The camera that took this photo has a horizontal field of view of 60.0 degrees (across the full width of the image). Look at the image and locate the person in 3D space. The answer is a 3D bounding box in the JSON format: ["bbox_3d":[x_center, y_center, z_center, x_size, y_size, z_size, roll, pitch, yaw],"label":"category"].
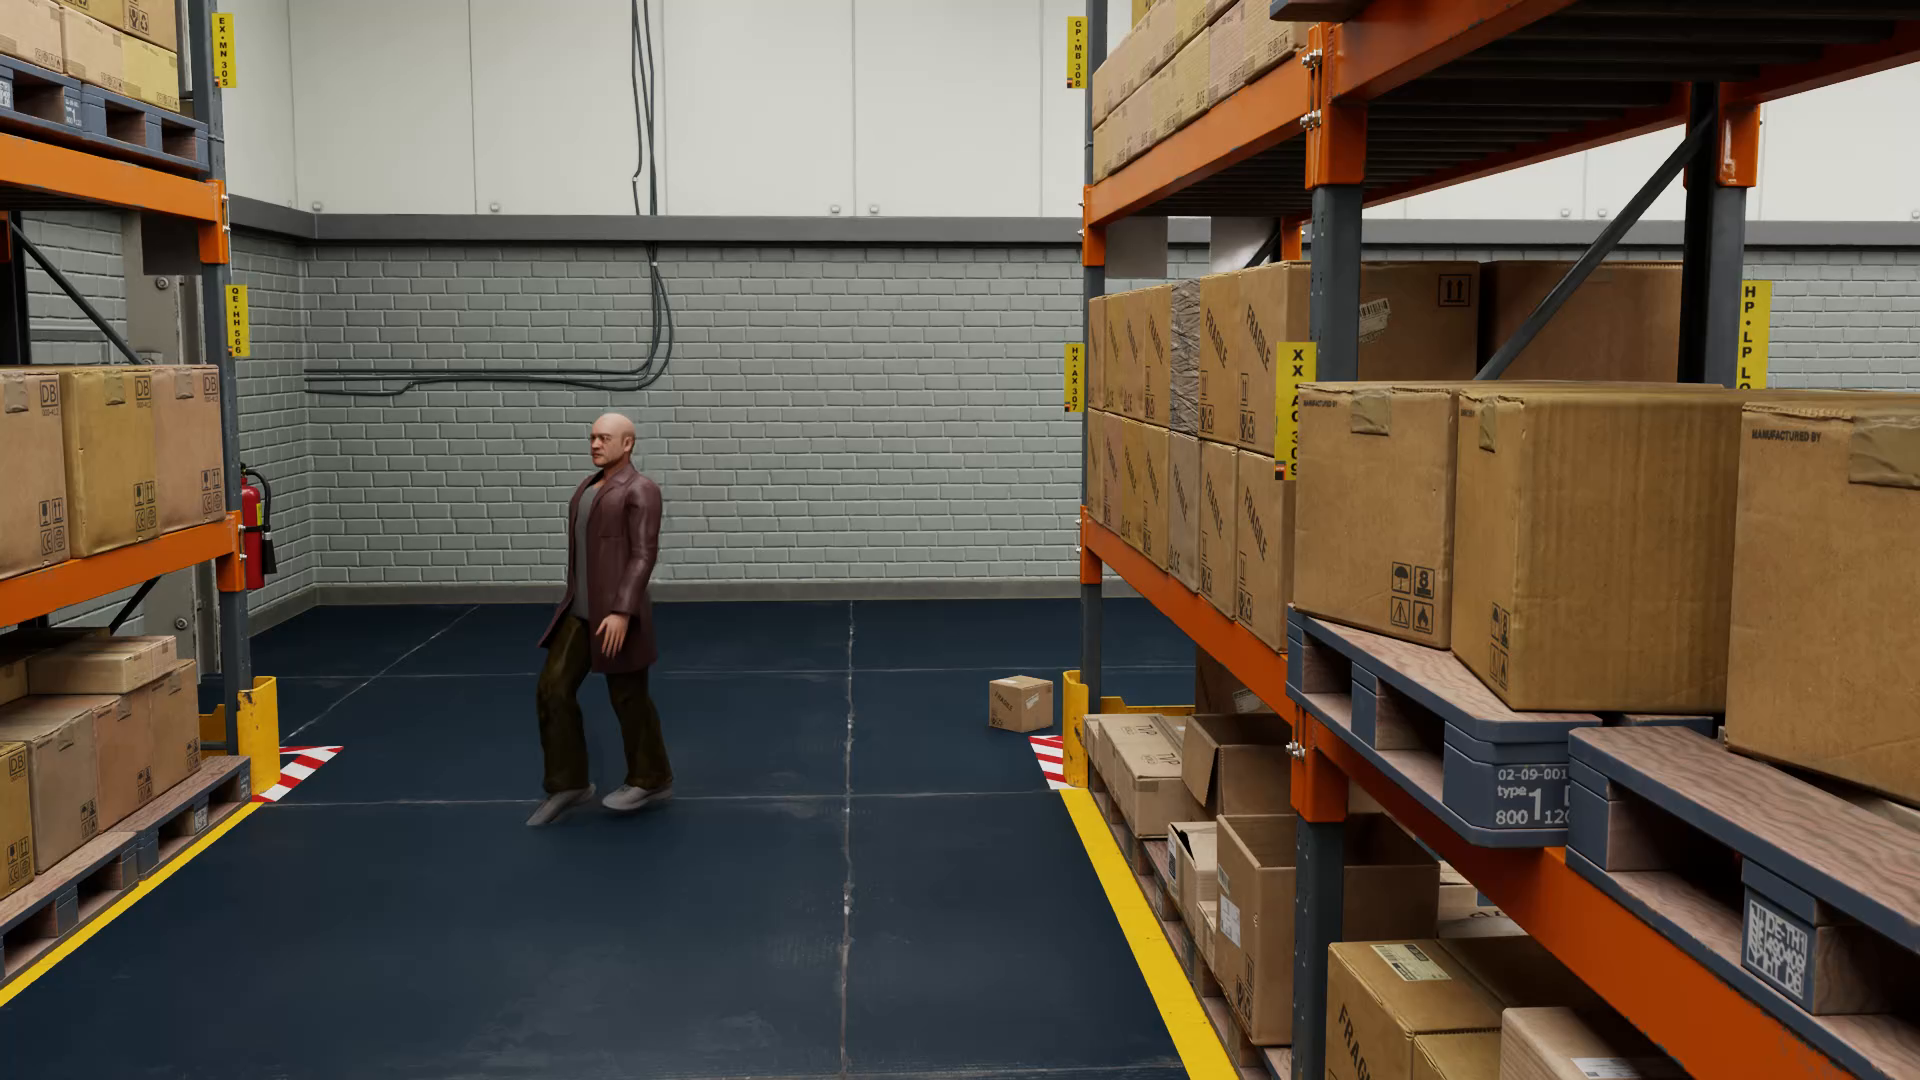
[{"bbox_3d":[-1.578,0.371,7.317,0.623,1.850,0.656,6,9,41],"label":"person"}]
